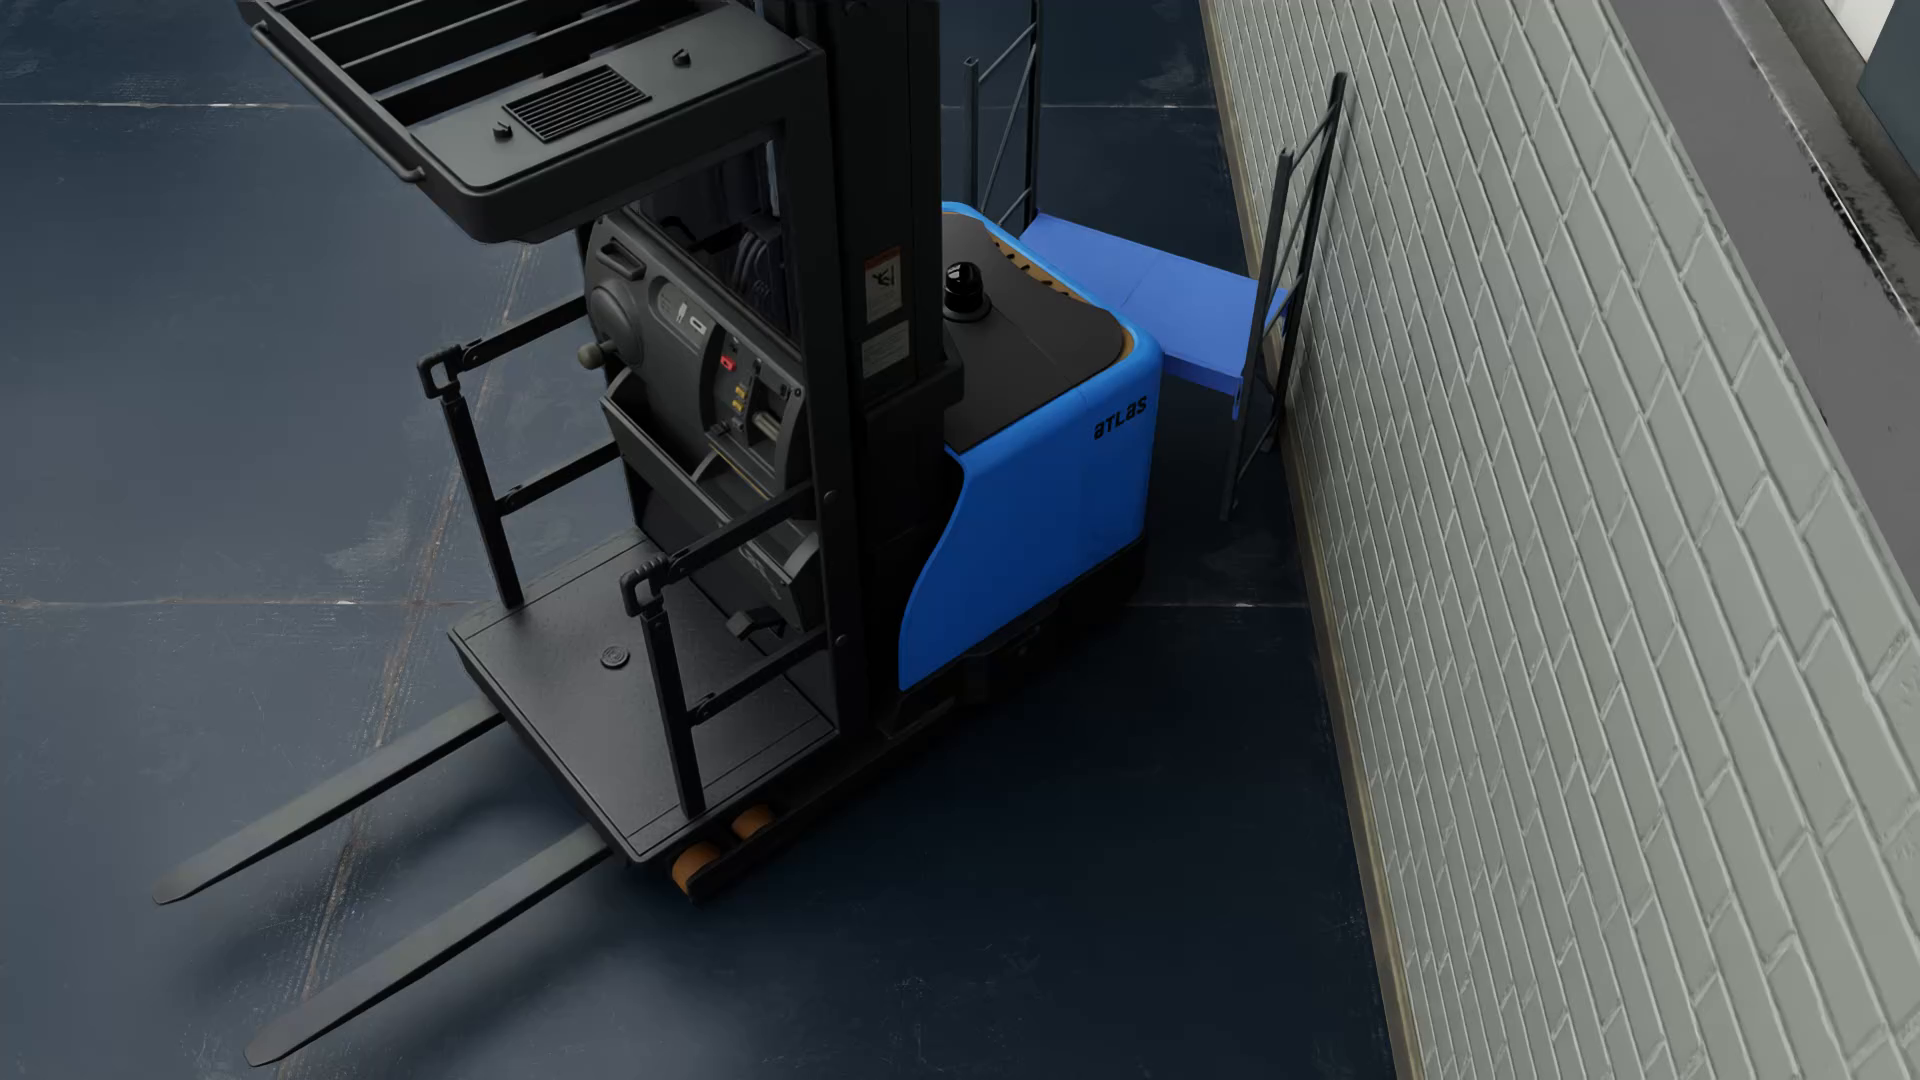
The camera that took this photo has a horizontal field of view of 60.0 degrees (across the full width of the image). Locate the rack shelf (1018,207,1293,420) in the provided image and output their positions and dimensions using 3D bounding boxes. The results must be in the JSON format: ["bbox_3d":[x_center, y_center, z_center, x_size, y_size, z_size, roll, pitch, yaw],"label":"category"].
[{"bbox_3d":[0.590,-0.793,5.709,1.000,0.185,0.538,21,51,19],"label":"rack shelf"}]

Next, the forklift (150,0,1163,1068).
[{"bbox_3d":[-0.845,-0.411,4.131,3.031,2.935,1.130,-32,55,-26],"label":"forklift"}]

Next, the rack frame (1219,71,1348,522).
[{"bbox_3d":[1.038,-0.740,5.414,0.032,1.500,0.500,21,51,19],"label":"rack frame"}]

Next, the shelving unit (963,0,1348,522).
[{"bbox_3d":[0.590,-0.915,5.577,1.048,1.500,0.538,21,51,19],"label":"shelving unit"}]

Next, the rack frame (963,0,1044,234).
[{"bbox_3d":[0.141,-1.091,5.741,0.032,1.500,0.500,21,51,19],"label":"rack frame"}]
